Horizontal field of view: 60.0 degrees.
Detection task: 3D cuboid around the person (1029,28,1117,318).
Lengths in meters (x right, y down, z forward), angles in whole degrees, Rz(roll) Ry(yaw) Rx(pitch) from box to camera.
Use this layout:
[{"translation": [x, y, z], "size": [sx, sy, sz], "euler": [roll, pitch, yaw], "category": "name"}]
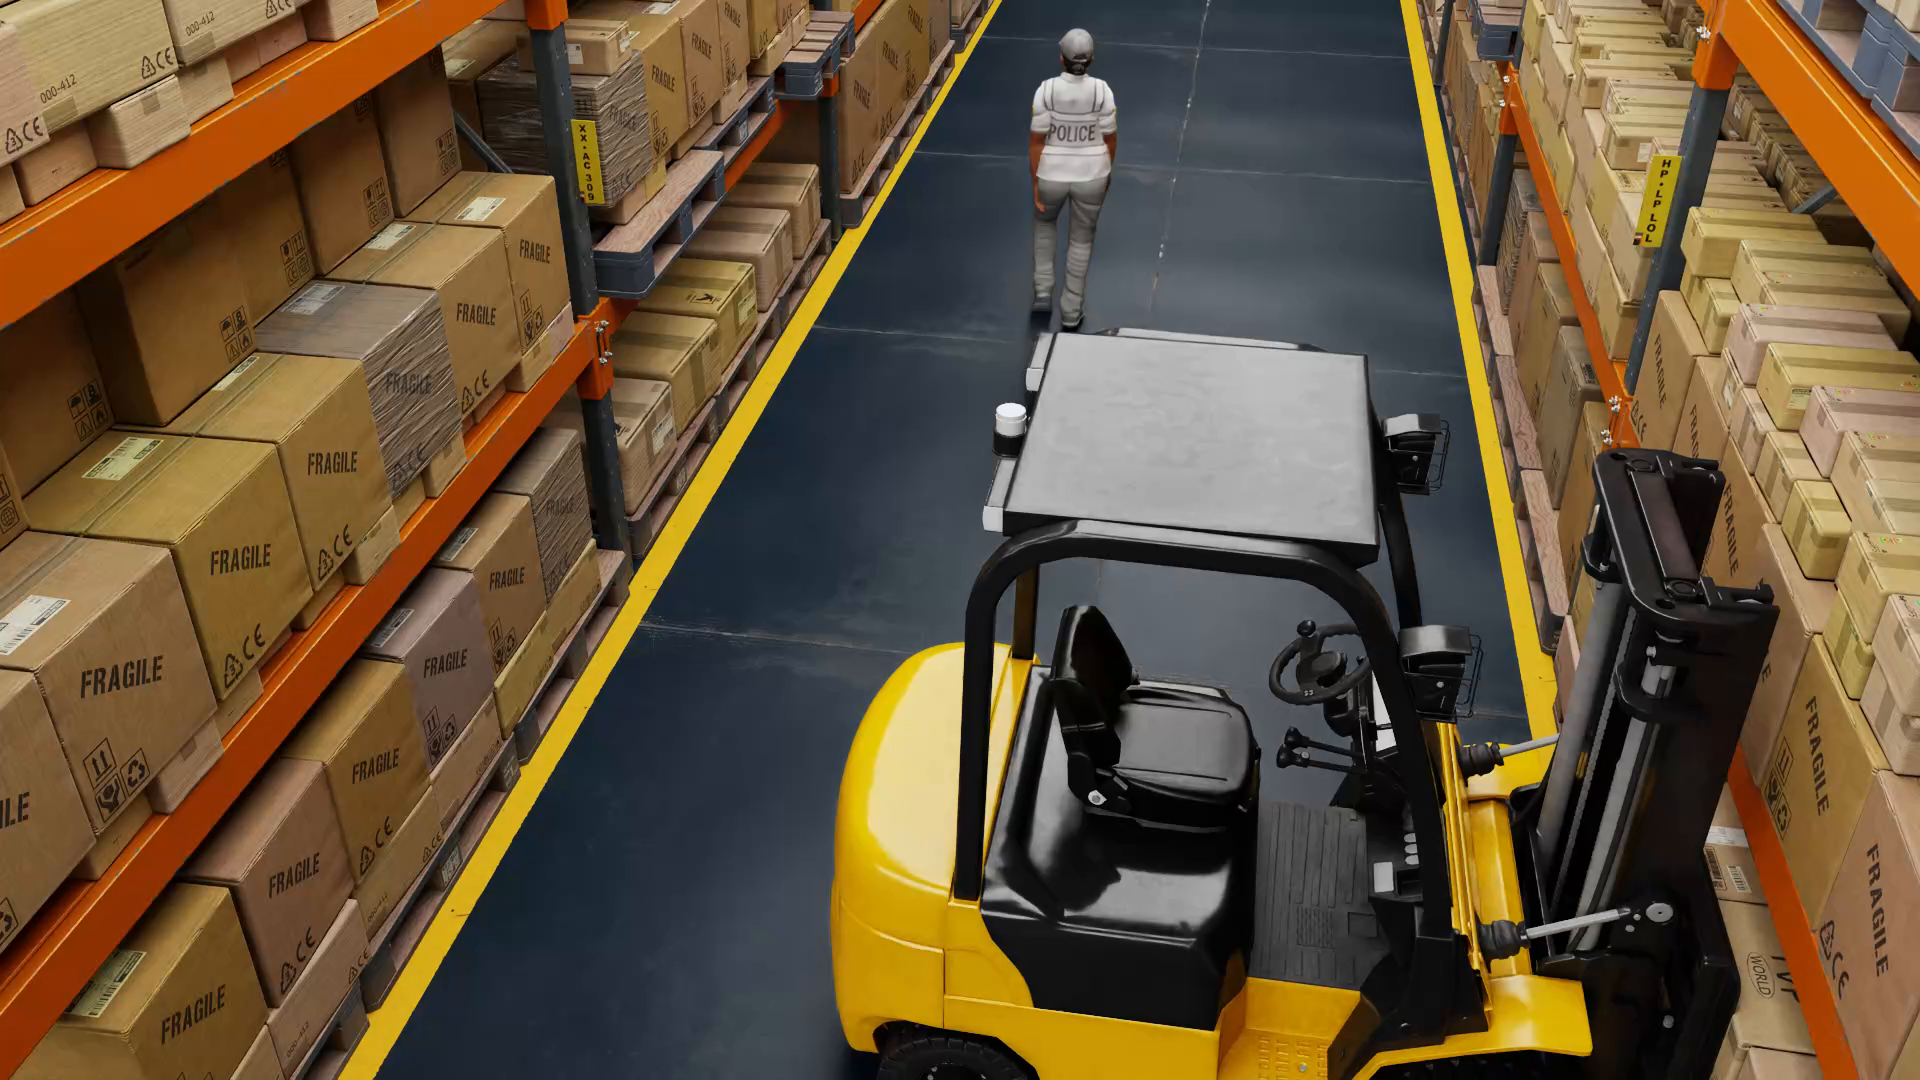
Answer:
[{"translation": [0.625, -2.057, 9.247], "size": [0.476, 1.582, 0.485], "euler": [4, 33, 6], "category": "person"}]
